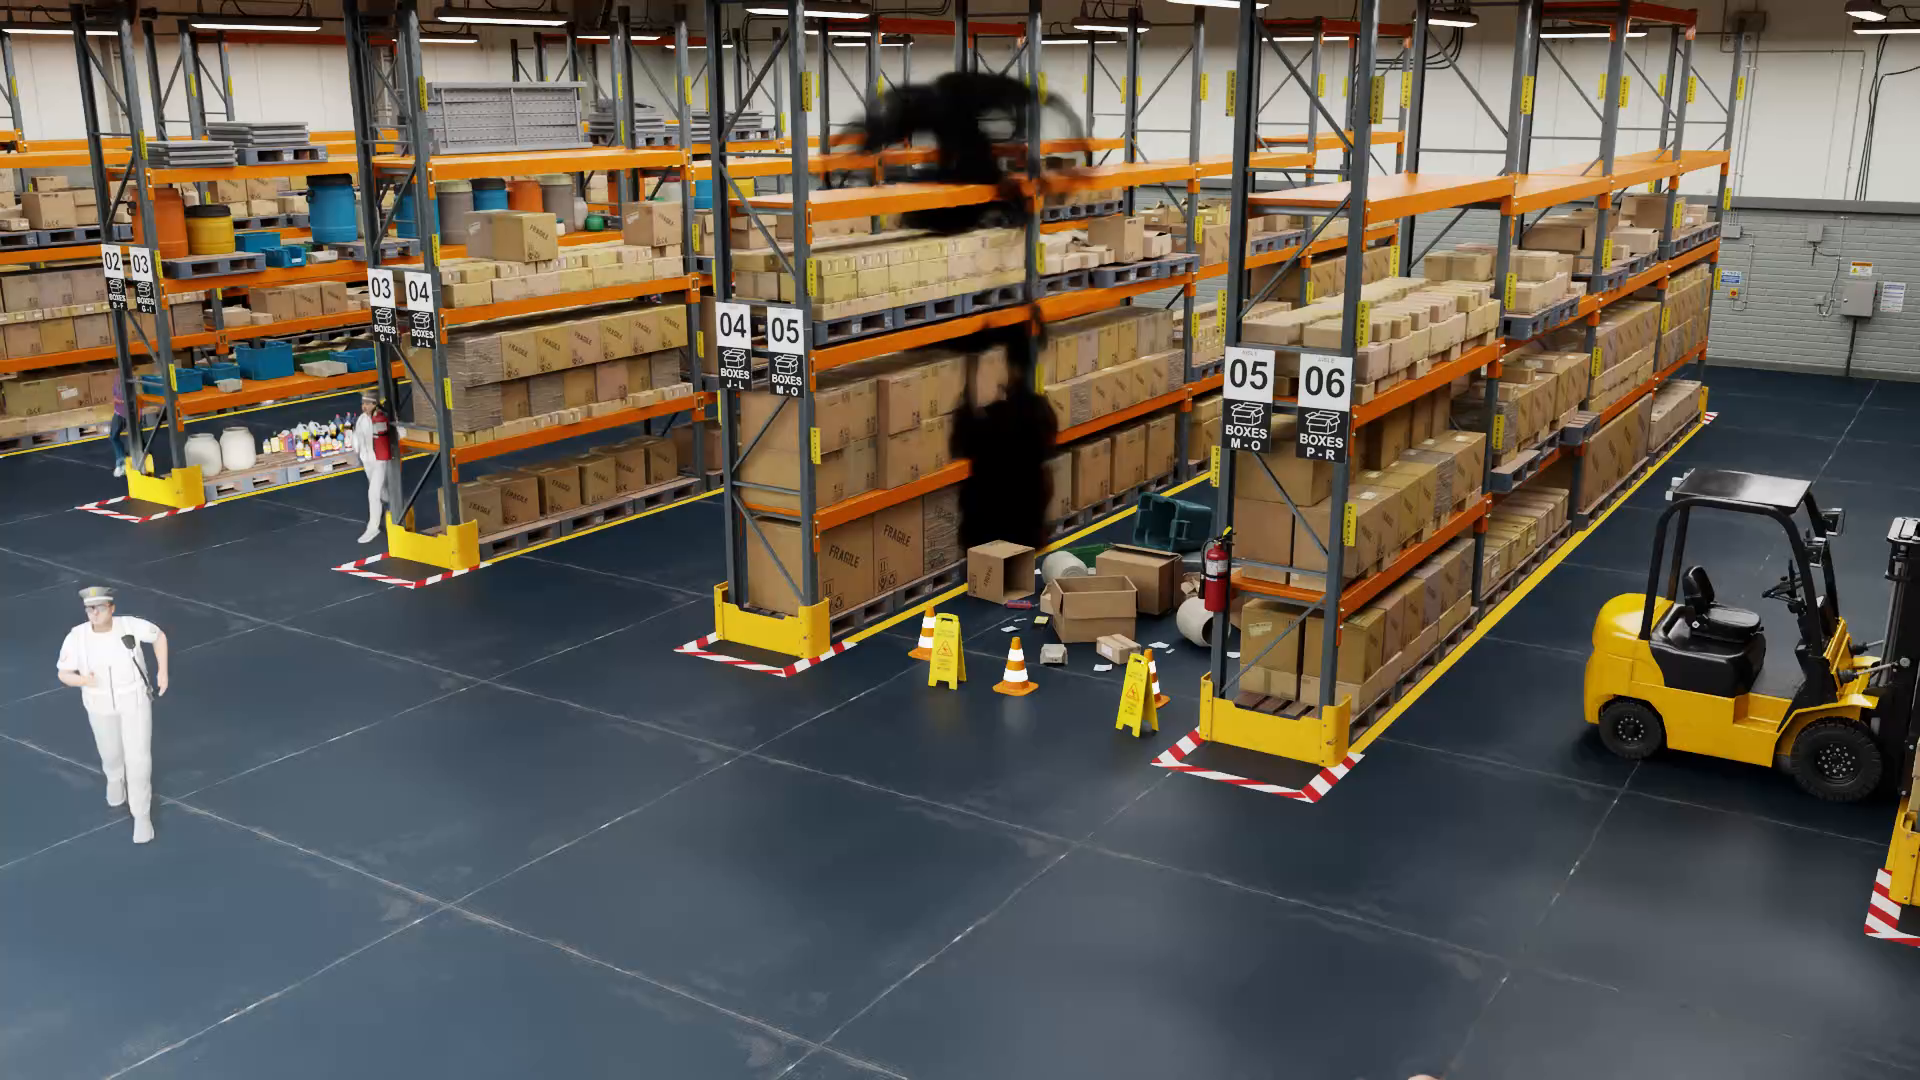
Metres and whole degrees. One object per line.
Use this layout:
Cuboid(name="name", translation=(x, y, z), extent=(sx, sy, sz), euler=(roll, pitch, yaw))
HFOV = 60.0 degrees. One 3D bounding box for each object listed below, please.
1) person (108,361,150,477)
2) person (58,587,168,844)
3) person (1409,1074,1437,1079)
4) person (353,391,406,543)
Cuboid(name="person", translation=(-11.060, -1.646, 22.249), extent=(0.549, 1.634, 0.642), euler=(5, 16, 17))
Cuboid(name="person", translation=(-5.941, 1.162, 11.762), extent=(0.672, 1.839, 0.930), euler=(-5, 16, -19))
Cuboid(name="person", translation=(1.665, 2.760, 6.138), extent=(0.730, 1.723, 0.641), euler=(3, 16, 10))
Cuboid(name="person", translation=(-6.735, -0.899, 19.261), extent=(0.652, 1.704, 0.898), euler=(7, 17, 23))
